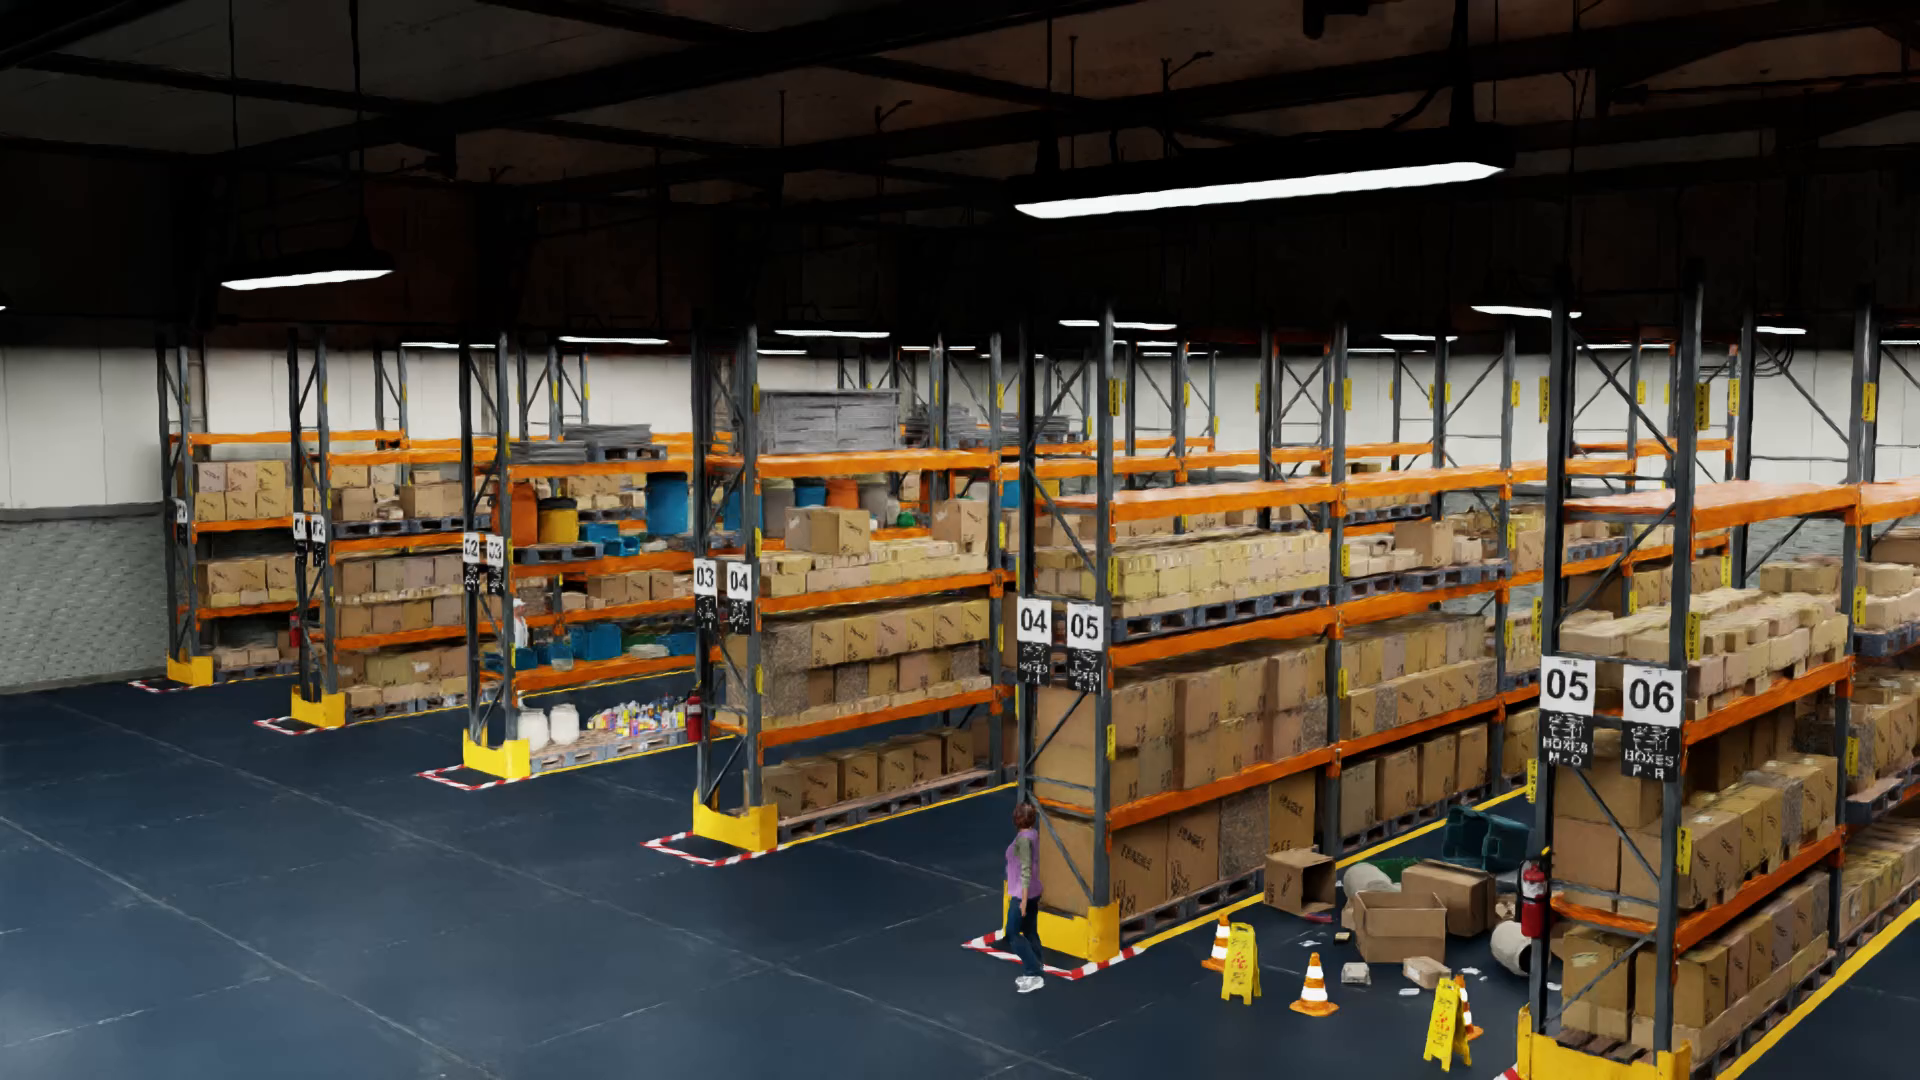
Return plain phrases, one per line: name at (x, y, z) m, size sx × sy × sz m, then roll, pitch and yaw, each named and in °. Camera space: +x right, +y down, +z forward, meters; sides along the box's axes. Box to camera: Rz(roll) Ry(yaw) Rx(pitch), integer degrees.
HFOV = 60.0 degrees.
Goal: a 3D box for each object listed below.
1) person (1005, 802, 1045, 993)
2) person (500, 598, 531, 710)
person at (0.563, 3.033, 14.173) m, size 0.354 × 1.592 × 0.510 m, roll 1°, pitch 6°, yaw 15°
person at (-7.031, 1.808, 26.292) m, size 0.444 × 1.781 × 0.598 m, roll 2°, pitch 6°, yaw 17°
